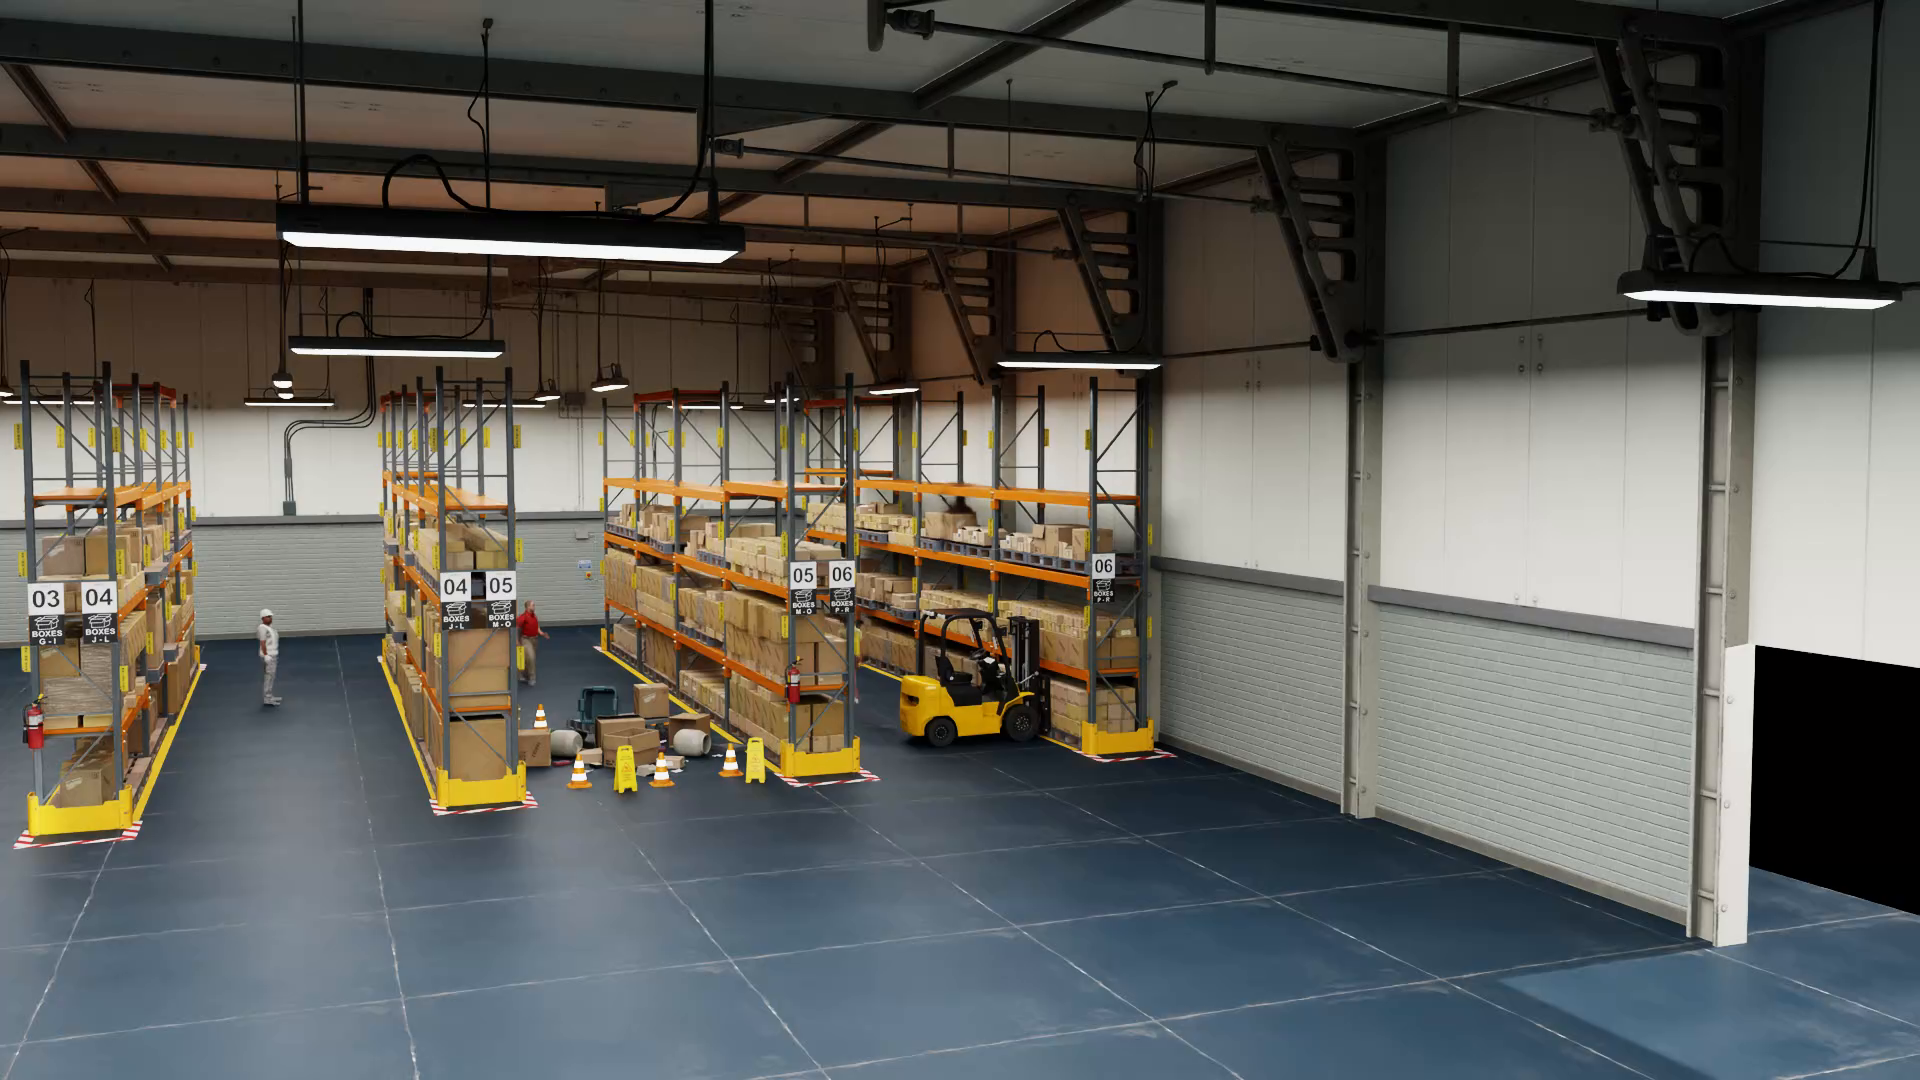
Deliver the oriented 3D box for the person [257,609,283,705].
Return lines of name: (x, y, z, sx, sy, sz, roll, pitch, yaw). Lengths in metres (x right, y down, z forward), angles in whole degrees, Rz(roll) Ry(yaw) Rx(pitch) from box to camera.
person: (-13.126, 2.222, 31.607, 0.444, 1.820, 0.606, -2, 4, -27)

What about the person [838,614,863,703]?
person: (-2.017, 2.156, 30.287, 0.438, 1.683, 0.676, -2, 4, -26)

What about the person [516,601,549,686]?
person: (-8.894, 2.134, 34.236, 0.841, 1.765, 0.684, 2, 4, 31)
